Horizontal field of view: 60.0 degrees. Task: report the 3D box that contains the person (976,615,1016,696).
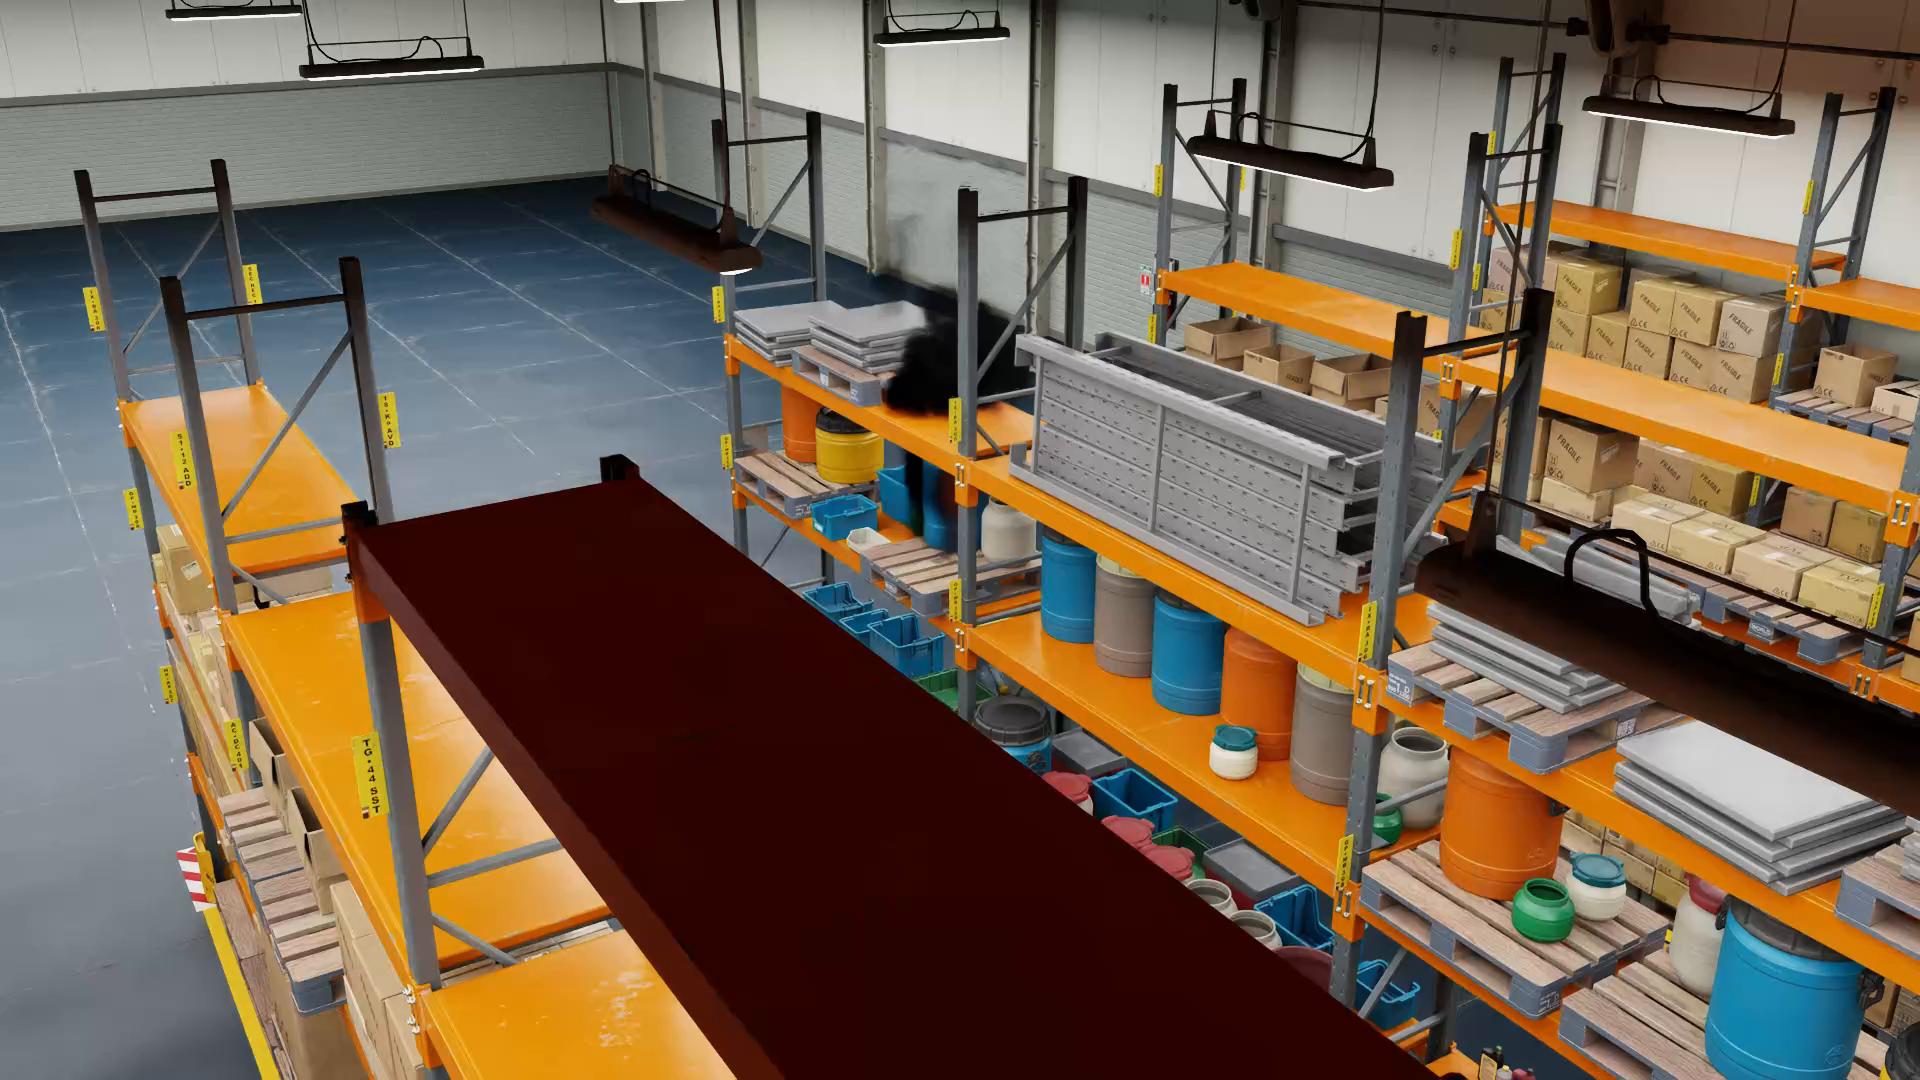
[{"bbox_3d":[0.232,0.857,16.148,0.691,1.740,0.586,-17,28,-37],"label":"person"}]
